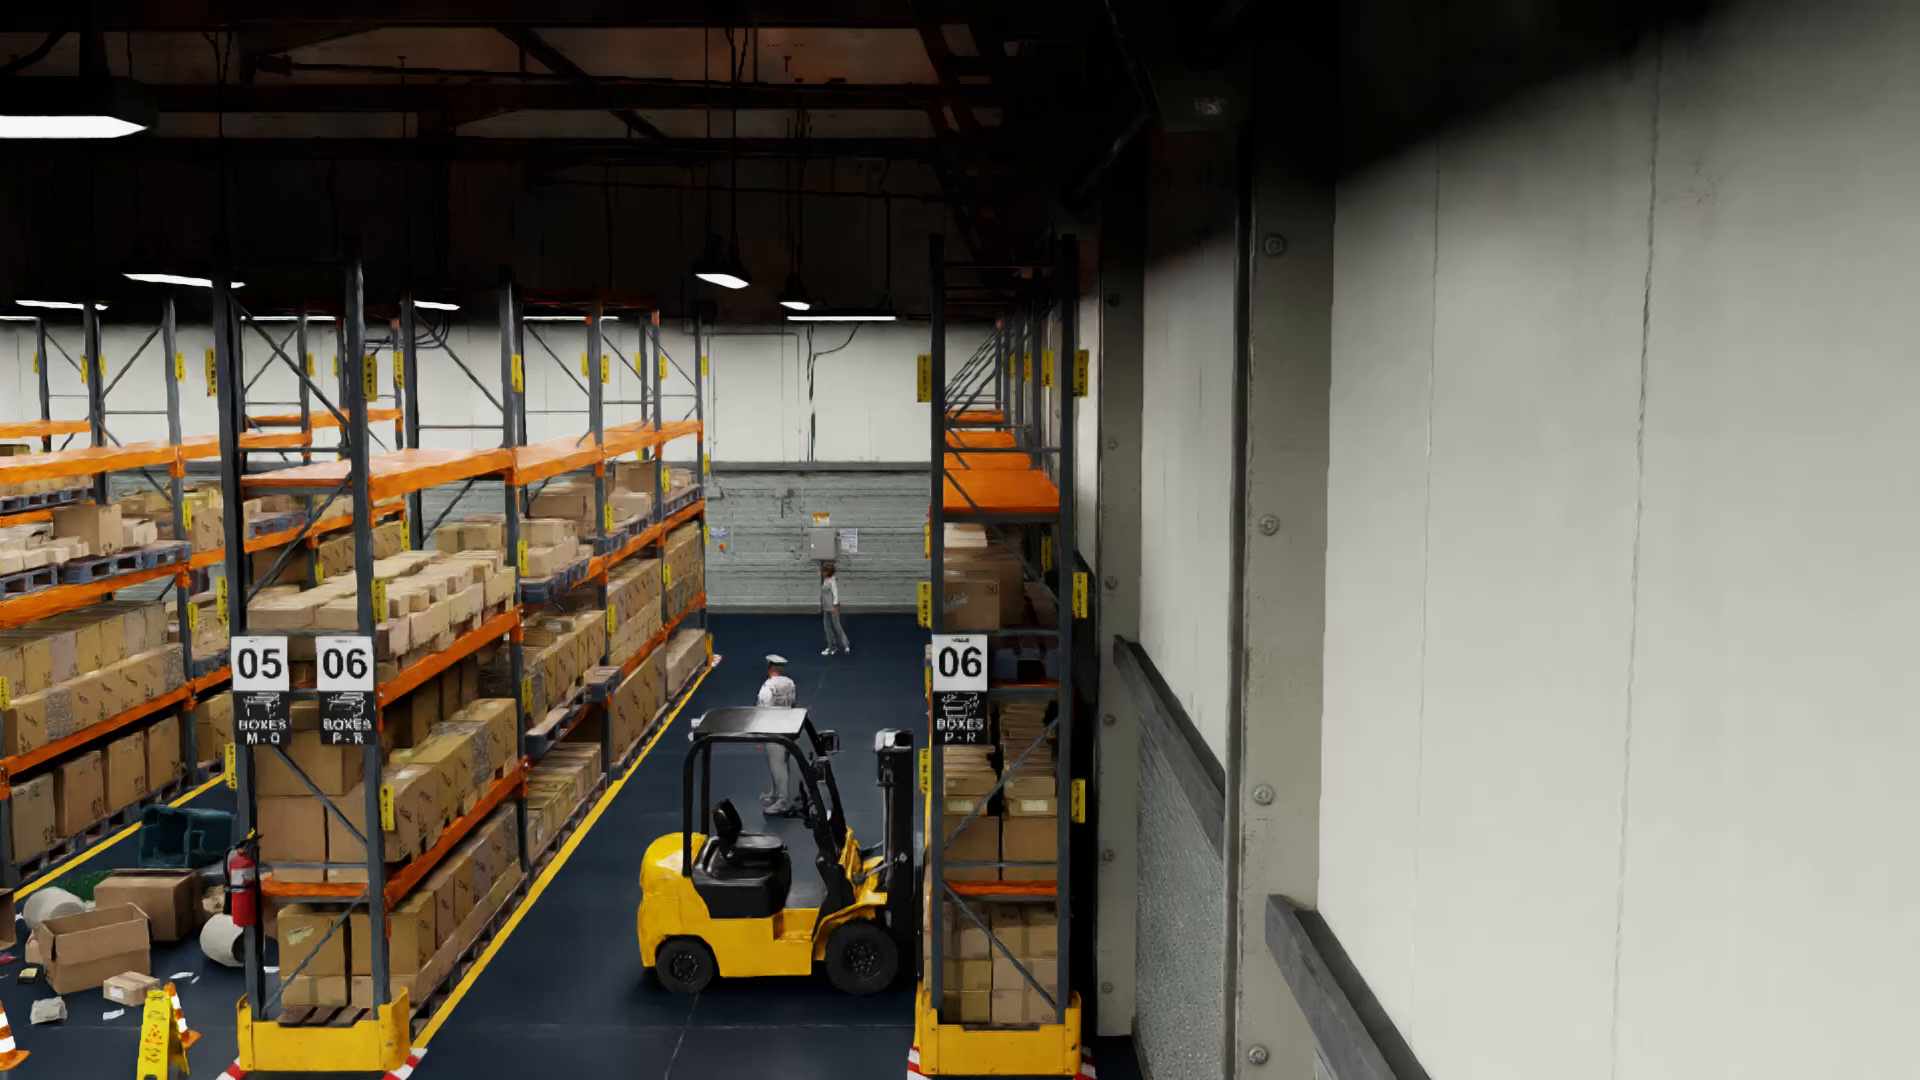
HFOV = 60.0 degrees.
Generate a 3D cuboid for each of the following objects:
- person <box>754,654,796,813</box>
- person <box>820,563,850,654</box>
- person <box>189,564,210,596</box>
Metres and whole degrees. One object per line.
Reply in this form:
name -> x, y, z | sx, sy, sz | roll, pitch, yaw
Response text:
person -> -2.122, 2.186, 19.015 | 0.586, 1.748, 0.653 | 3, 7, 27
person -> -2.168, 1.200, 28.918 | 0.485, 1.577, 0.515 | -3, 7, -25
person -> -13.831, 0.970, 29.901 | 0.532, 1.765, 0.759 | 4, 8, 33
